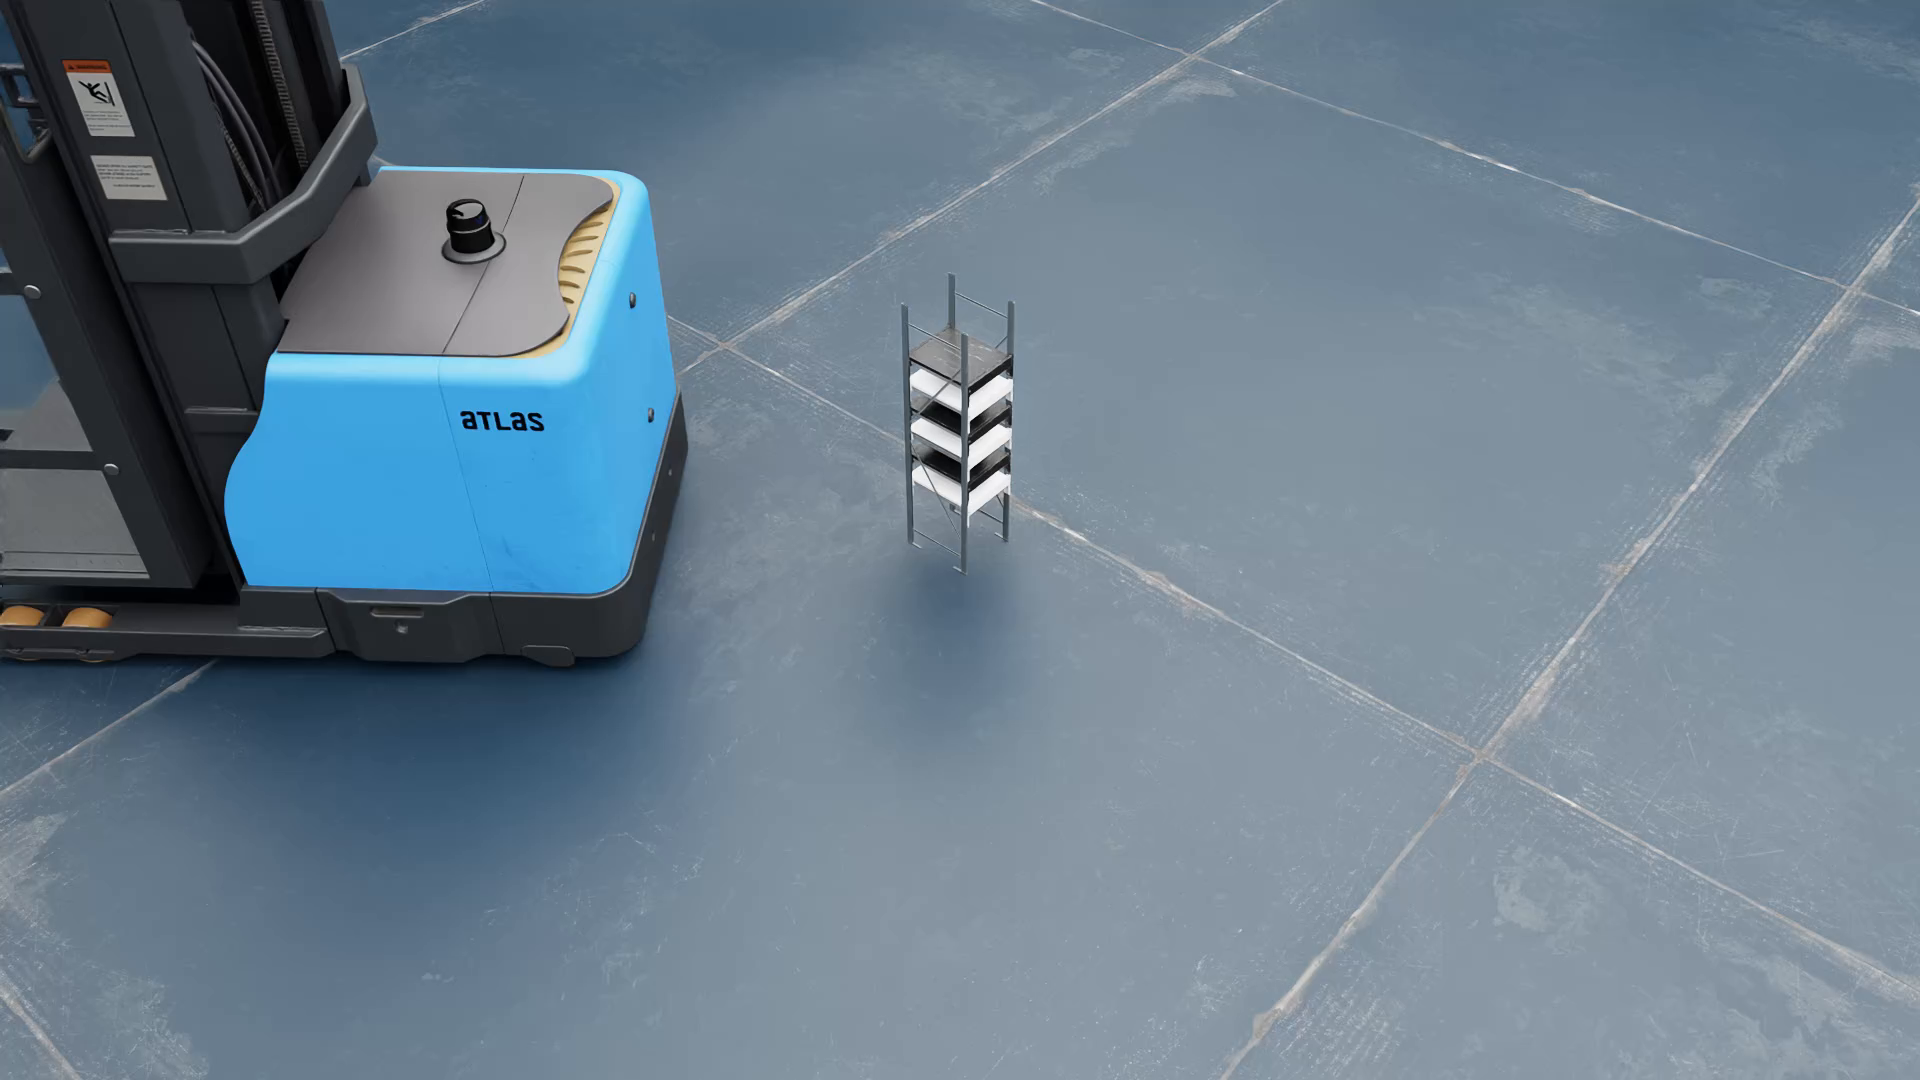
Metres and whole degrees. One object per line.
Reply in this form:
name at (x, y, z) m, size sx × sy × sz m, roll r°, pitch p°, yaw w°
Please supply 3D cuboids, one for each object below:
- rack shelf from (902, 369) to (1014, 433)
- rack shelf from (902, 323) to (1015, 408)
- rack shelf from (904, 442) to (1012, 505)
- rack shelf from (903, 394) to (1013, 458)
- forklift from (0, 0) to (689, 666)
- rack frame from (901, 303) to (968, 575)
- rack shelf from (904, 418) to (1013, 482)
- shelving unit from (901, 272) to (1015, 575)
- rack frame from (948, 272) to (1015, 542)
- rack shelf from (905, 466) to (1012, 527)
rack shelf at (-0.005, -0.437, 4.844) m, size 0.258 × 0.077 × 0.200 m, roll 29°, pitch 50°, yaw 28°
rack shelf at (-0.005, -0.504, 4.783) m, size 0.258 × 0.077 × 0.200 m, roll 29°, pitch 50°, yaw 28°
rack shelf at (-0.005, -0.238, 5.026) m, size 0.258 × 0.077 × 0.200 m, roll 29°, pitch 50°, yaw 28°
rack shelf at (-0.005, -0.371, 4.905) m, size 0.258 × 0.077 × 0.200 m, roll 29°, pitch 50°, yaw 28°
forklift at (-2.423, -1.082, 4.261) m, size 3.031 × 2.935 × 1.130 m, roll 1°, pitch 42°, yaw 2°
rack frame at (-0.071, -0.276, 4.885) m, size 0.240 × 0.900 × 0.006 m, roll 29°, pitch 50°, yaw 28°
rack shelf at (-0.005, -0.304, 4.965) m, size 0.258 × 0.077 × 0.200 m, roll 29°, pitch 50°, yaw 28°
shelving unit at (-0.005, -0.329, 4.943) m, size 0.258 × 0.900 × 0.210 m, roll 29°, pitch 50°, yaw 28°
rack frame at (0.060, -0.381, 5.000) m, size 0.240 × 0.900 × 0.006 m, roll 29°, pitch 50°, yaw 28°
rack shelf at (-0.005, -0.171, 5.086) m, size 0.258 × 0.077 × 0.200 m, roll 29°, pitch 50°, yaw 28°
